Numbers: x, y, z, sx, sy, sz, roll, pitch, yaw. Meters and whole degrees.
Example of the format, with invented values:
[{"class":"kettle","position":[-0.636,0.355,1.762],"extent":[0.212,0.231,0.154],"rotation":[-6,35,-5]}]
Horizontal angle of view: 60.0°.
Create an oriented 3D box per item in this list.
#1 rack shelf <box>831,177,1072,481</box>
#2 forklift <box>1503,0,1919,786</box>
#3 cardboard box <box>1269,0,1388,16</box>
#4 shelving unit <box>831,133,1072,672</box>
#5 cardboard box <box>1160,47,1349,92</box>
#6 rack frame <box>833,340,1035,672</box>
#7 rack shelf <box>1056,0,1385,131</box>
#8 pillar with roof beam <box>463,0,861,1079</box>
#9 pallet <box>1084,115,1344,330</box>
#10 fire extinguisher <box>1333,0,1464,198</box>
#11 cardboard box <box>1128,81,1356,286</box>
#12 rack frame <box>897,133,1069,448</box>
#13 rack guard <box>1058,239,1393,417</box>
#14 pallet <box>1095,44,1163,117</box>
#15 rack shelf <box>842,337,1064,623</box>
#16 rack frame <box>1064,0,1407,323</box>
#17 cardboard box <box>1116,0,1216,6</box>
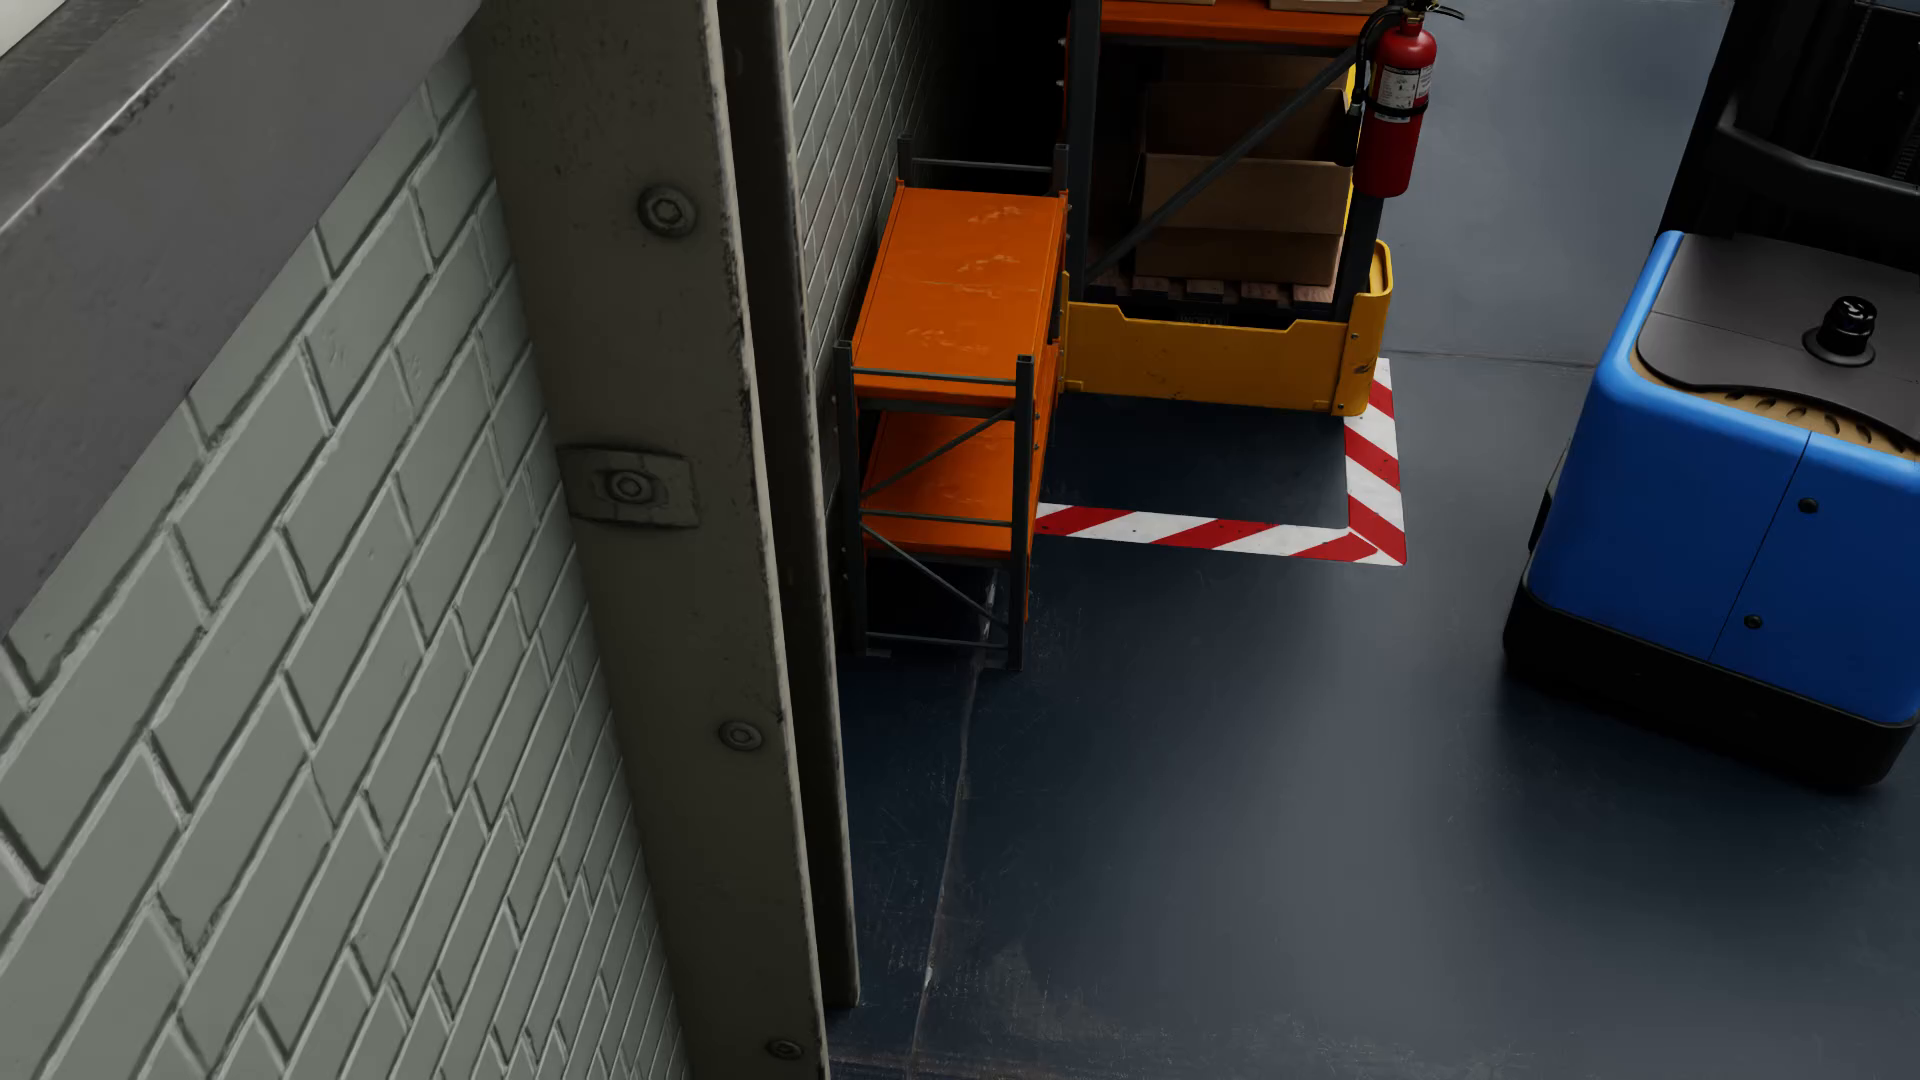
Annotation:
[{"class":"rack shelf","position":[0.000,-0.617,4.657],"extent":[0.538,0.278,1.000],"rotation":[5,44,5]},{"class":"forklift","position":[2.742,-1.410,4.608],"extent":[1.130,2.935,3.031],"rotation":[21,47,21]},{"class":"cardboard box","position":[1.143,-1.732,5.080],"extent":[0.380,0.149,0.250],"rotation":[5,44,5]},{"class":"shelving unit","position":[0.000,-0.404,4.859],"extent":[0.538,1.125,1.048],"rotation":[5,44,5]},{"class":"cardboard box","position":[1.154,-1.856,6.542],"extent":[0.700,0.500,0.500],"rotation":[7,44,7]},{"class":"rack frame","position":[-0.066,-0.058,4.493],"extent":[0.500,1.125,0.032],"rotation":[5,44,5]},{"class":"rack shelf","position":[1.092,-2.726,6.471],"extent":[1.077,0.370,4.000],"rotation":[5,44,6]},{"class":"pillar with roof beam","position":[3.845,-1.656,0.454],"extent":[9.100,9.000,0.400],"rotation":[5,44,6]},{"class":"pallet","position":[0.942,-1.207,6.371],"extent":[1.003,0.211,1.213],"rotation":[5,44,6]},{"class":"fire extinguisher","position":[1.266,-1.319,4.788],"extent":[0.296,0.674,0.183],"rotation":[5,44,6]},{"class":"cardboard box","position":[1.002,-1.279,5.929],"extent":[0.797,0.503,0.637],"rotation":[4,44,4]},{"class":"rack frame","position":[0.067,-0.751,5.225],"extent":[0.500,1.125,0.032],"rotation":[5,44,5]},{"class":"rack guard","position":[0.837,-0.768,5.698],"extent":[1.175,0.500,0.348],"rotation":[5,44,6]},{"class":"pallet","position":[1.106,-2.036,7.247],"extent":[1.003,0.211,1.213],"rotation":[5,44,6]},{"class":"rack shelf","position":[0.001,-0.227,5.027],"extent":[0.538,0.278,1.000],"rotation":[5,44,5]},{"class":"rack frame","position":[0.827,-1.624,4.784],"extent":[1.000,3.000,0.127],"rotation":[5,44,6]},{"class":"cardboard box","position":[0.605,-1.783,5.135],"extent":[0.380,0.149,0.250],"rotation":[5,44,5]}]
